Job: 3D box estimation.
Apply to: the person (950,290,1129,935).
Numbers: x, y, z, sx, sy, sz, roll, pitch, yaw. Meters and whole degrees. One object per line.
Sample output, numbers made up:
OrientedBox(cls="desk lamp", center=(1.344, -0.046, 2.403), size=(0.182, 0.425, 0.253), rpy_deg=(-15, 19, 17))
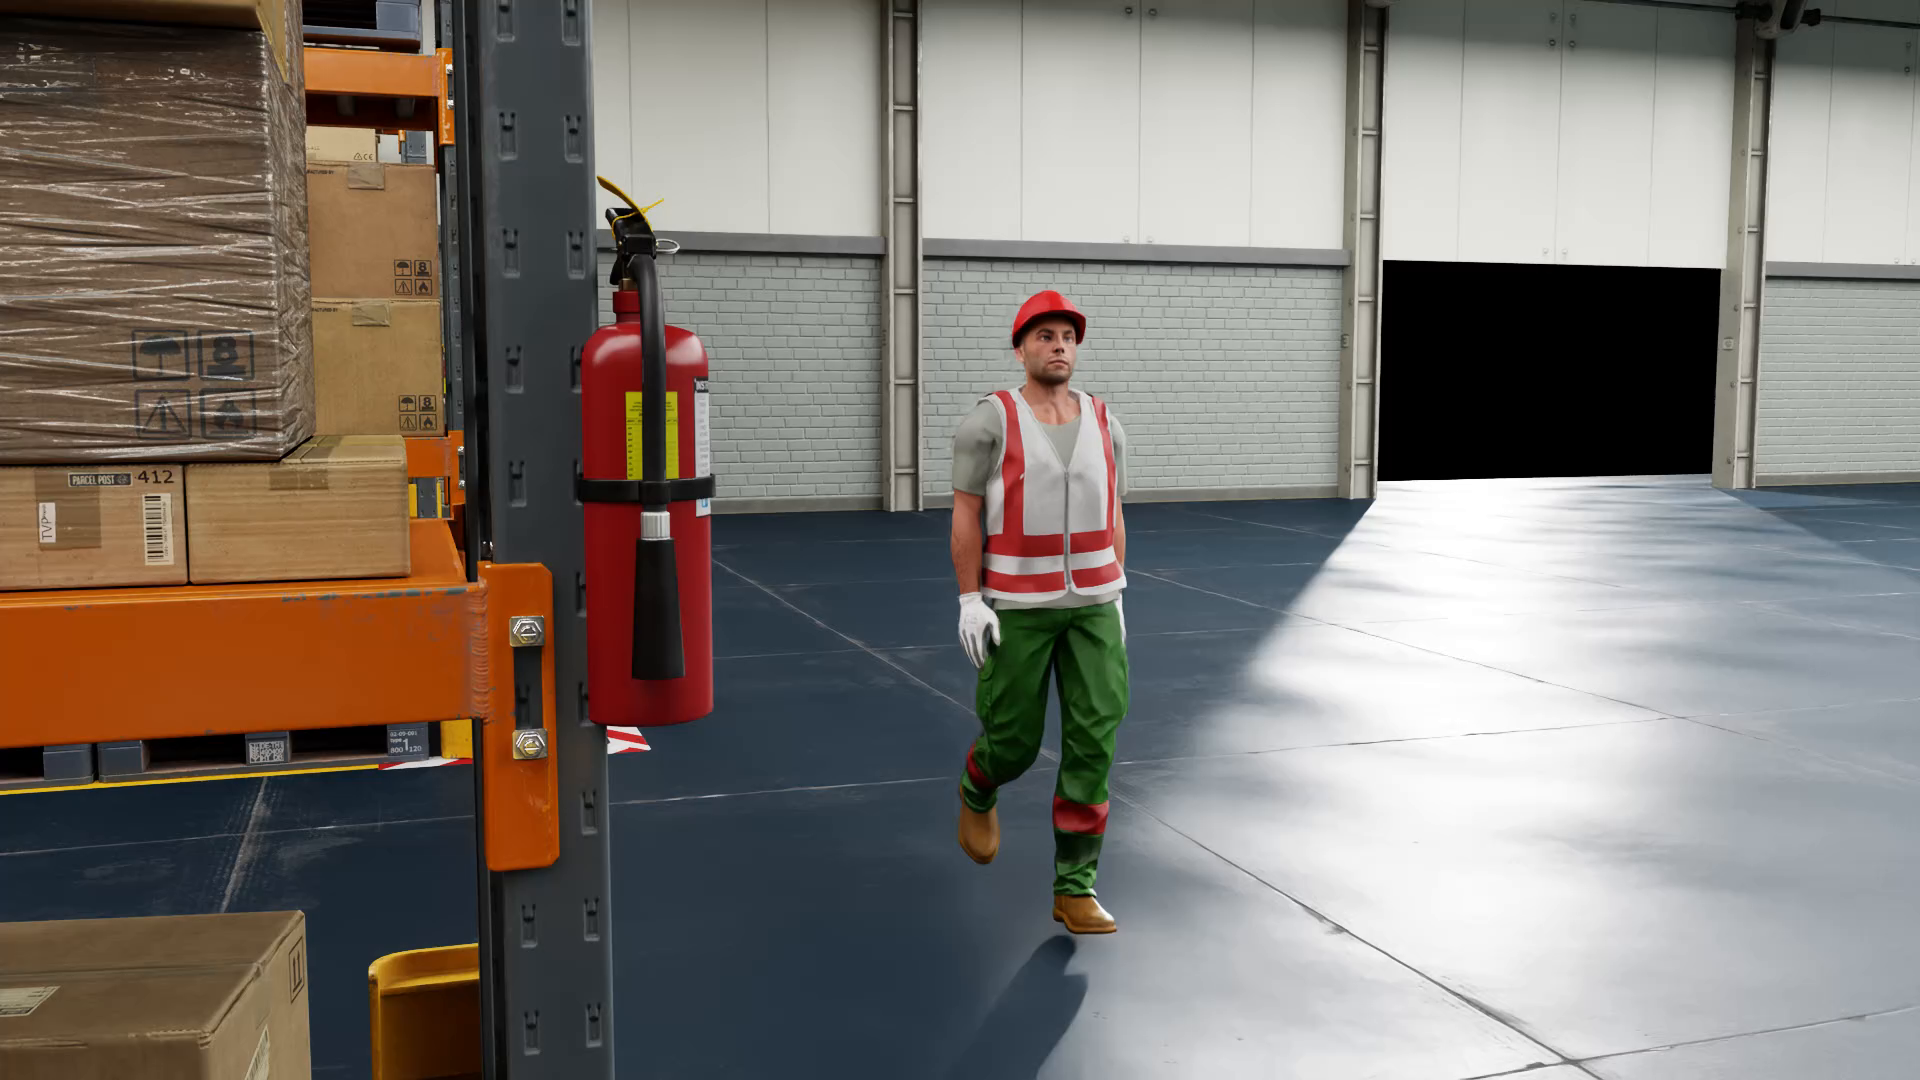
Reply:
OrientedBox(cls="person", center=(0.228, 0.183, 4.732), size=(0.534, 1.771, 0.772), rpy_deg=(-2, 6, -16))
